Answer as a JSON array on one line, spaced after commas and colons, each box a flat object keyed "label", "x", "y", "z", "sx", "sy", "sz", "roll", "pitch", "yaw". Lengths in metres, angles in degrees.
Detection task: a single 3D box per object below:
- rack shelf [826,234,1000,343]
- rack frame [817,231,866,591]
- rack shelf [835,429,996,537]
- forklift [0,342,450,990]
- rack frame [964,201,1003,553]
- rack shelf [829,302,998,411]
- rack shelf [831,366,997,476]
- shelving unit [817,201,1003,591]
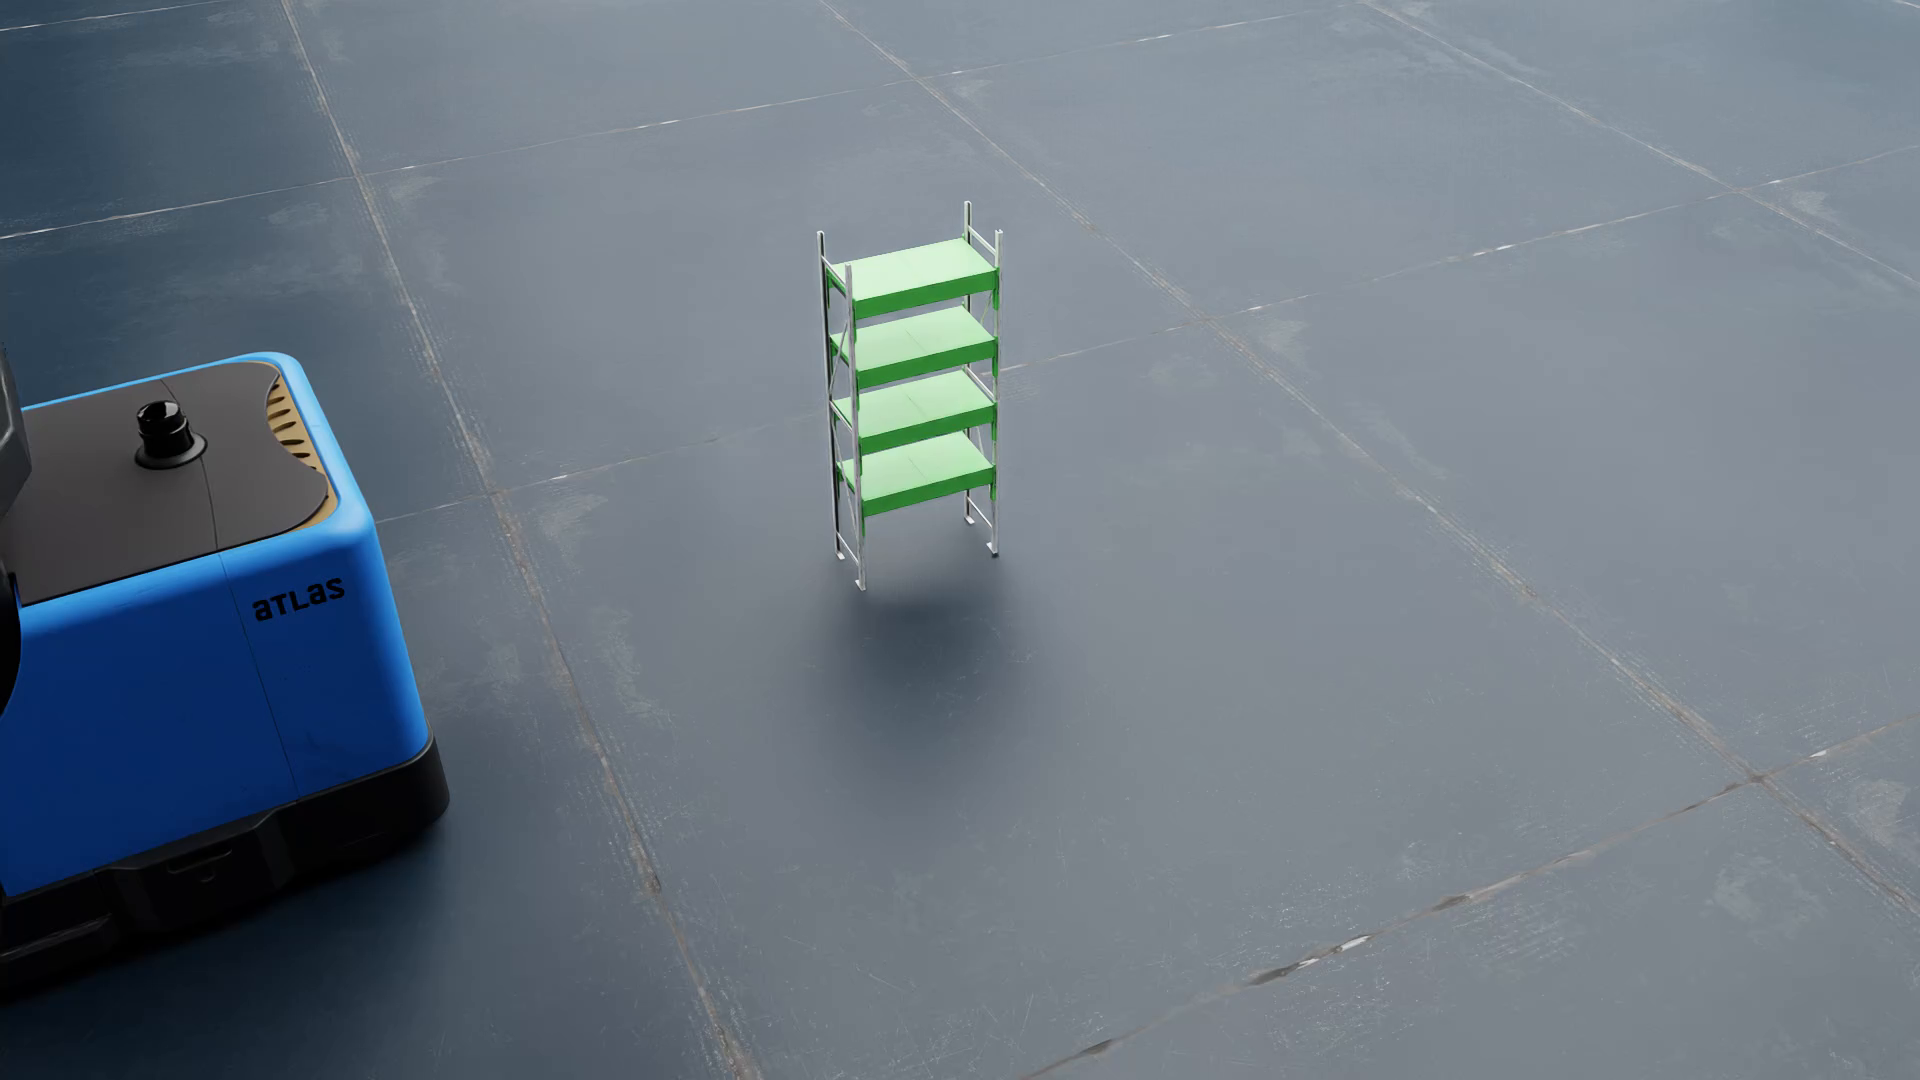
[{"label": "rack shelf", "x": -0.150, "y": -0.774, "z": 5.088, "sx": 0.480, "sy": 0.148, "sz": 0.258, "roll": -16, "pitch": 39, "yaw": -20}, {"label": "rack frame", "x": -0.371, "y": -0.378, "z": 5.253, "sx": 0.015, "sy": 1.200, "sz": 0.240, "roll": -16, "pitch": 39, "yaw": -20}, {"label": "rack shelf", "x": -0.150, "y": -0.196, "z": 5.517, "sx": 0.480, "sy": 0.148, "sz": 0.258, "roll": -16, "pitch": 39, "yaw": -20}, {"label": "forklift", "x": -2.964, "y": -0.188, "z": 3.544, "sx": 3.031, "sy": 2.935, "sz": 1.130, "roll": -18, "pitch": 40, "yaw": -23}, {"label": "rack frame", "x": 0.071, "y": -0.502, "z": 5.419, "sx": 0.015, "sy": 1.200, "sz": 0.240, "roll": -16, "pitch": 39, "yaw": -20}, {"label": "rack shelf", "x": -0.150, "y": -0.581, "z": 5.231, "sx": 0.480, "sy": 0.148, "sz": 0.258, "roll": -16, "pitch": 39, "yaw": -20}, {"label": "rack shelf", "x": -0.150, "y": -0.389, "z": 5.374, "sx": 0.480, "sy": 0.148, "sz": 0.258, "roll": -16, "pitch": 39, "yaw": -20}, {"label": "shelving unit", "x": -0.150, "y": -0.440, "z": 5.336, "sx": 0.503, "sy": 1.200, "sz": 0.258, "roll": -16, "pitch": 39, "yaw": -20}]
